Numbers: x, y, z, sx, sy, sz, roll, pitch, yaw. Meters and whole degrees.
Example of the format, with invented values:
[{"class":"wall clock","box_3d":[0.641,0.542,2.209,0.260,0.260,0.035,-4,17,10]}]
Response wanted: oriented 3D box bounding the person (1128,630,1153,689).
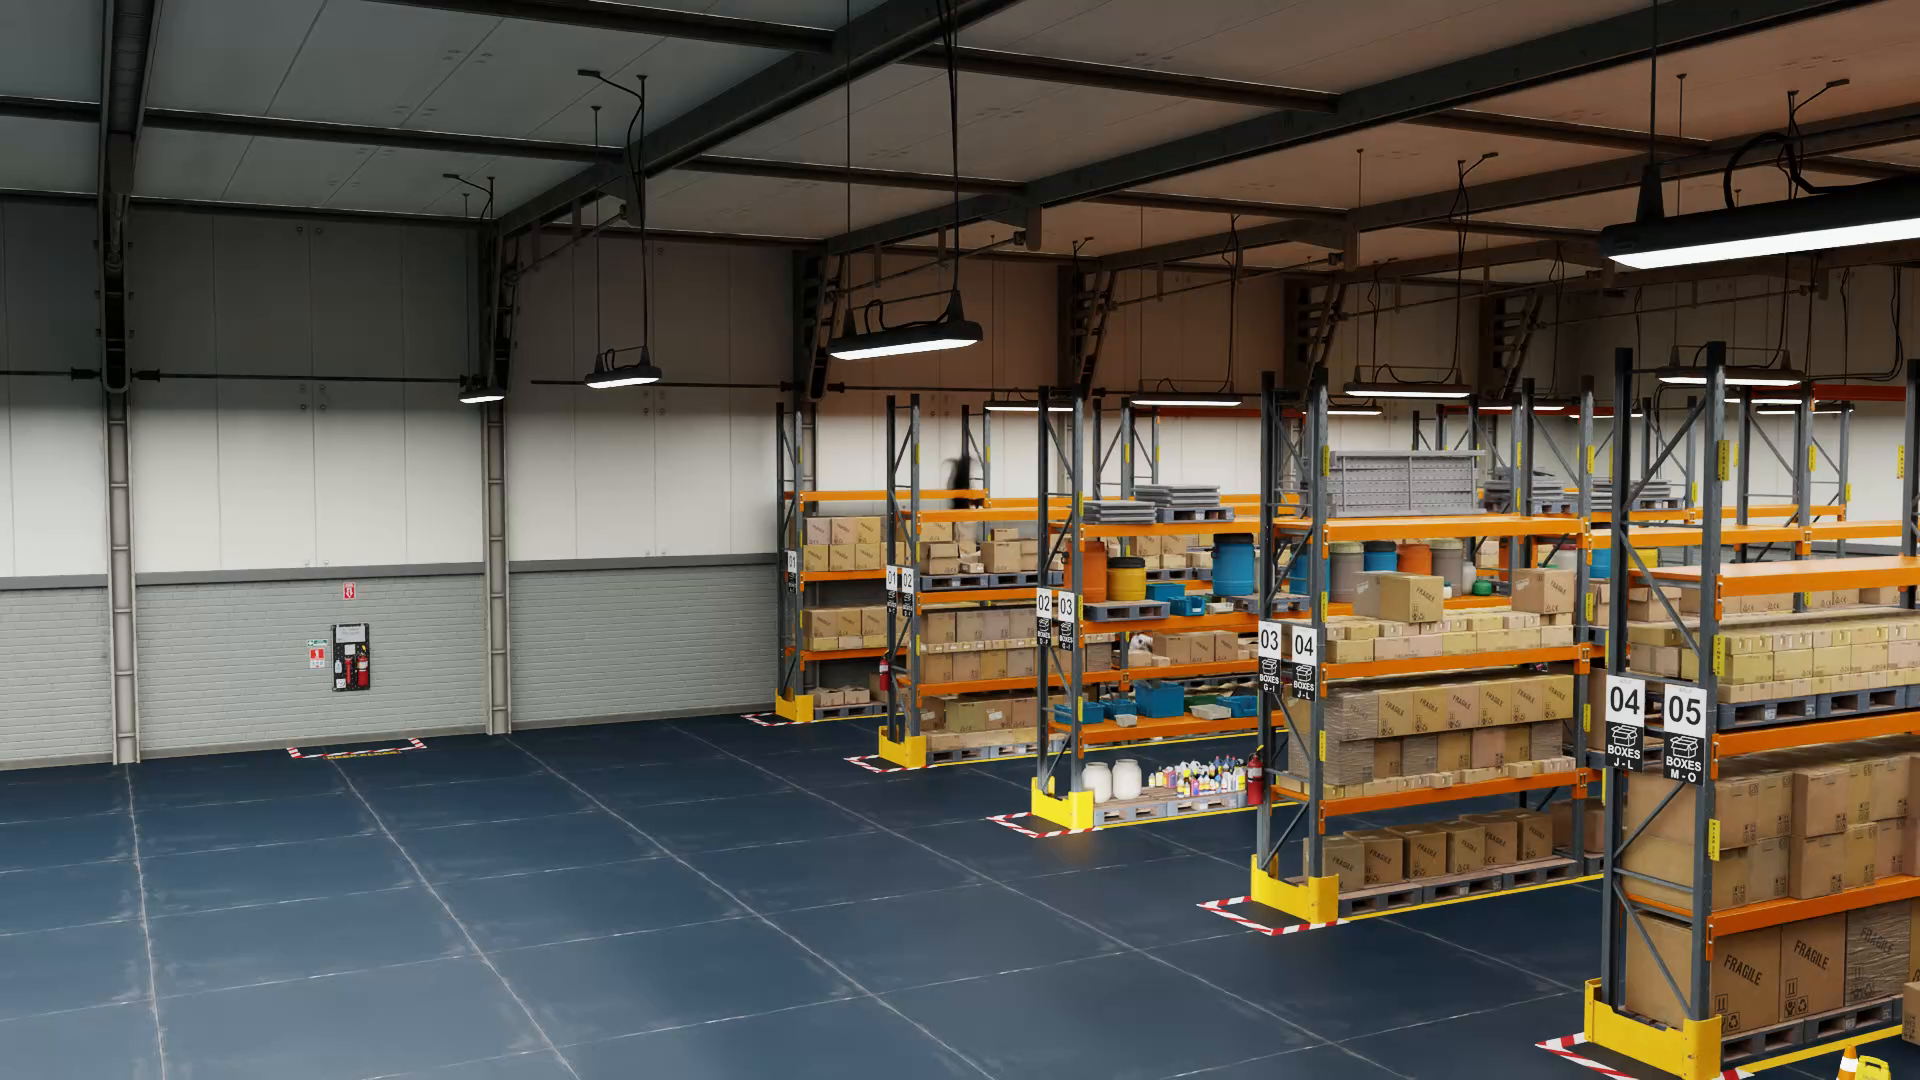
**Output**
[{"class":"person","box_3d":[3.566,2.468,32.820,0.802,1.739,0.582,-2,4,-33]}]
